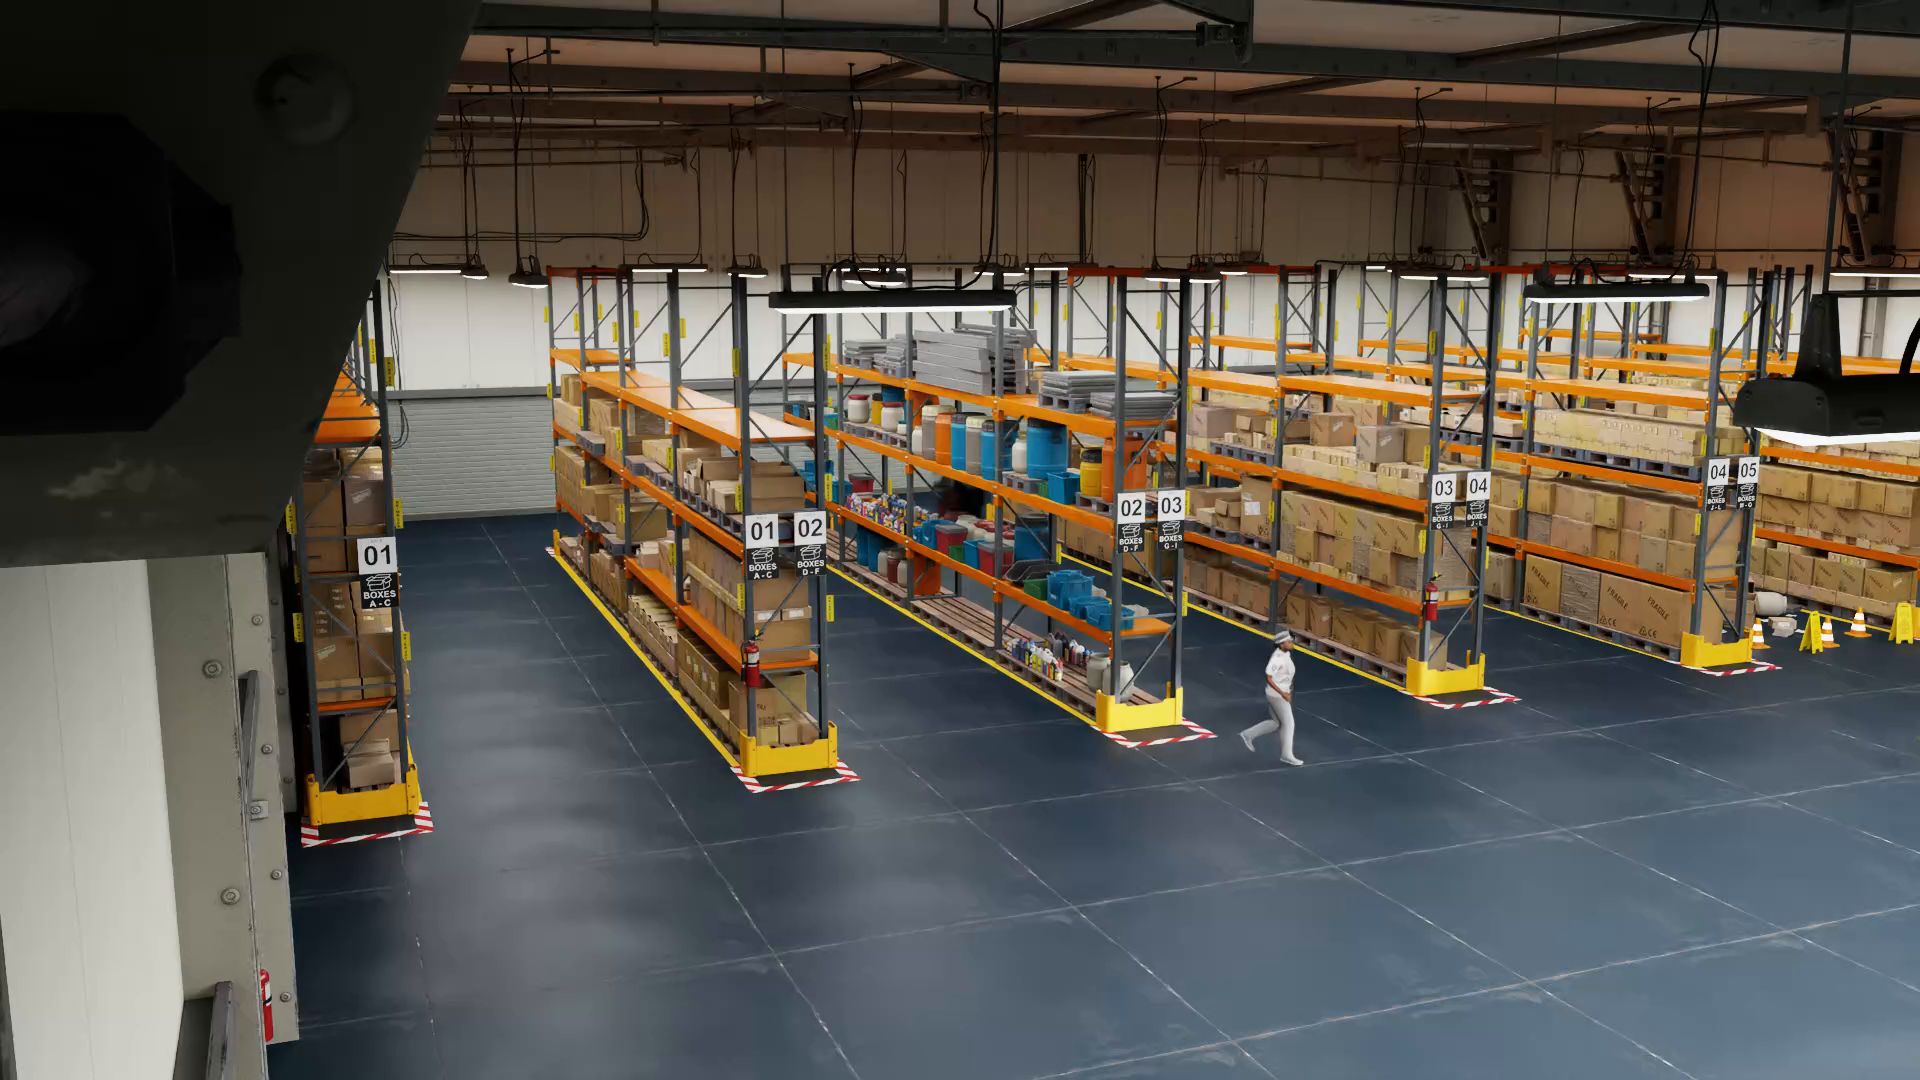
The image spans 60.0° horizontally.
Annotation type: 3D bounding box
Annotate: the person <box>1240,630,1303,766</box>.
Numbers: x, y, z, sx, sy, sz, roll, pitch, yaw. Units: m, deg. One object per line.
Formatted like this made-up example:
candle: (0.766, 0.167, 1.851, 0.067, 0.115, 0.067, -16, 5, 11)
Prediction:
person: (3.899, 1.933, 20.690, 0.798, 1.705, 0.594, 3, 10, 16)

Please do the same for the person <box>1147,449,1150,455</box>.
person: (4.440, -1.470, 40.833, 0.706, 1.534, 0.630, 6, 12, 32)

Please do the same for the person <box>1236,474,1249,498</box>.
person: (6.096, -0.610, 35.487, 0.594, 1.632, 0.791, -4, 11, -23)
